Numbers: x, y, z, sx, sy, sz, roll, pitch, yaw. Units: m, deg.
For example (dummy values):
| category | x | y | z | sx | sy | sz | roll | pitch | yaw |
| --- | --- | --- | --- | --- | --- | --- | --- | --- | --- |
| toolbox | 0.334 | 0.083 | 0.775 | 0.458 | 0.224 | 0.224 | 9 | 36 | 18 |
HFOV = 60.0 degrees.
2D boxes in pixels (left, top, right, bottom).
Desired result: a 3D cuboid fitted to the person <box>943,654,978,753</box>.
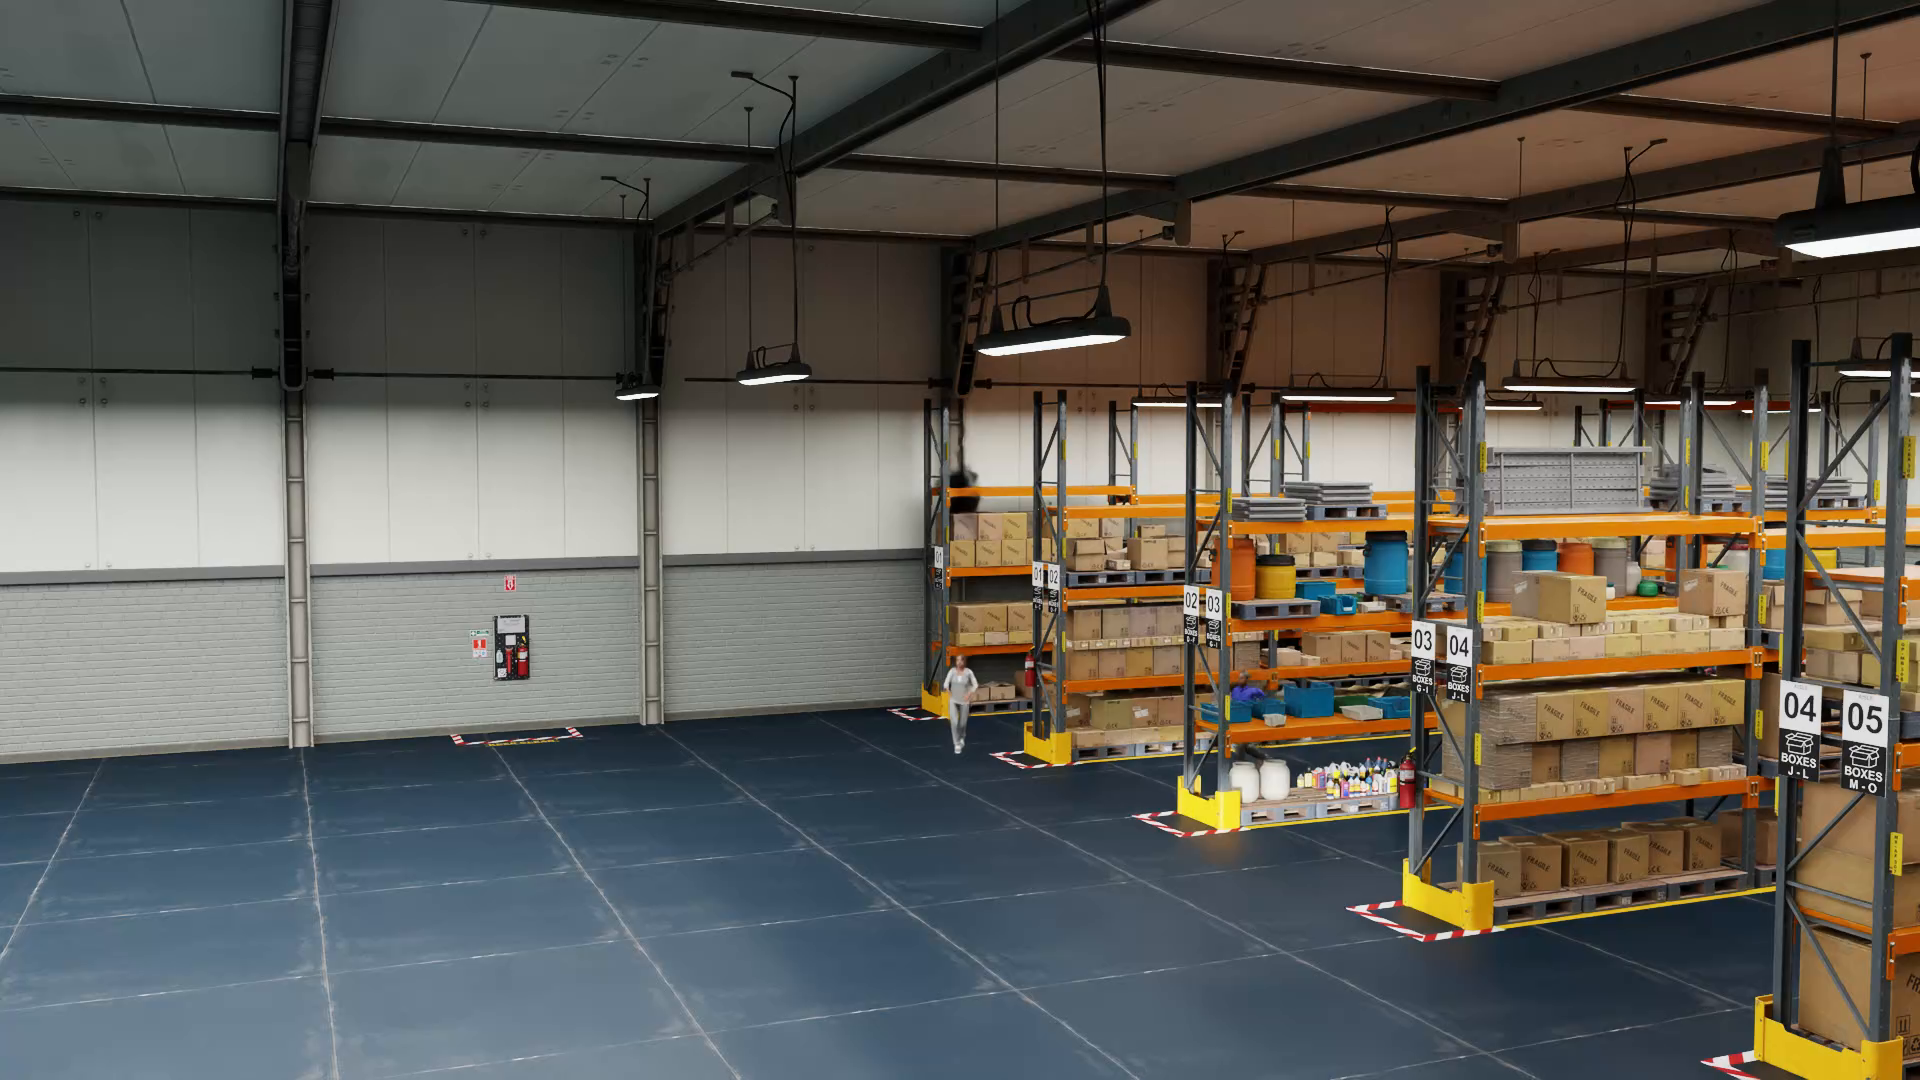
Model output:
| category | x | y | z | sx | sy | sz | roll | pitch | yaw |
| --- | --- | --- | --- | --- | --- | --- | --- | --- | --- |
| person | -0.002 | 2.574 | 26.226 | 0.544 | 1.554 | 0.533 | 0 | 3 | 6 |

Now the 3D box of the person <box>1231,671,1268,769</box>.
| category | x | y | z | sx | sy | sz | roll | pitch | yaw |
| --- | --- | --- | --- | --- | --- | --- | --- | --- | --- |
| person | 4.424 | 2.854 | 25.609 | 0.894 | 1.701 | 0.608 | -3 | 4 | -40 |
